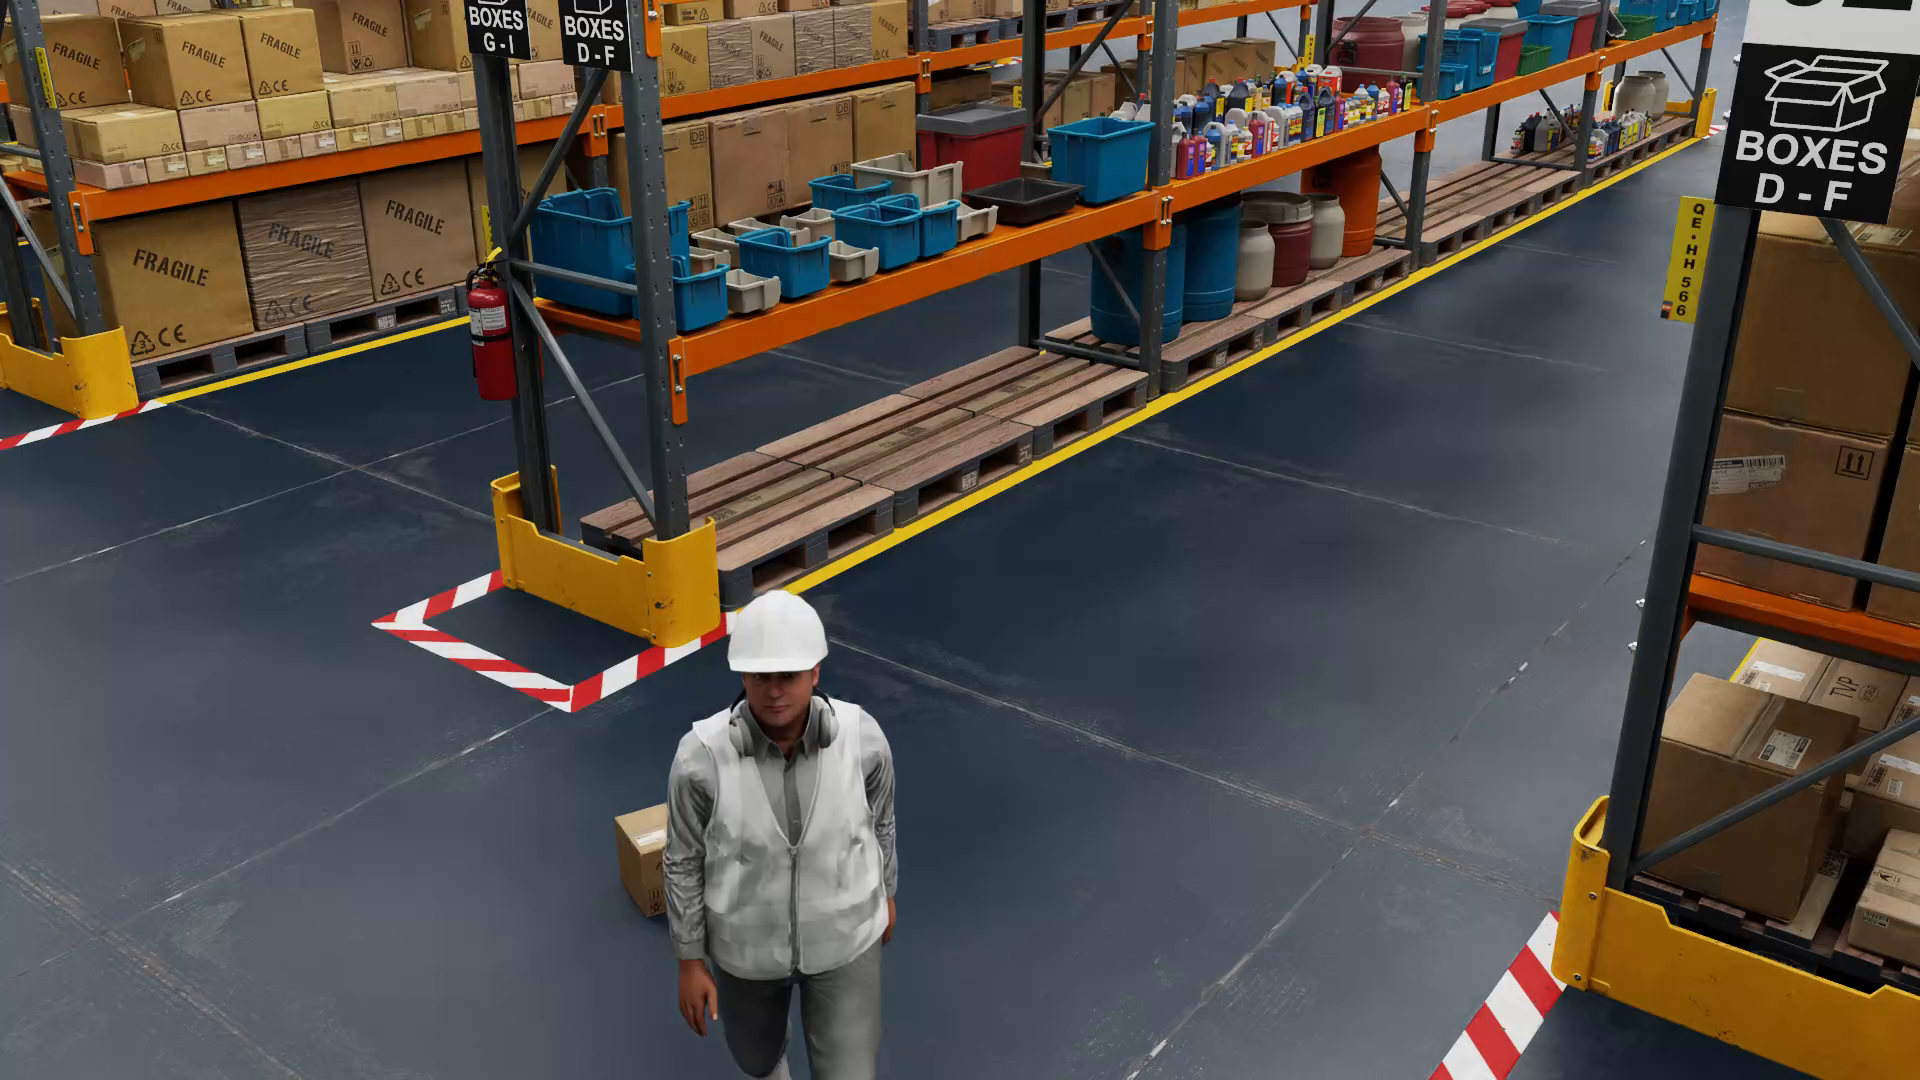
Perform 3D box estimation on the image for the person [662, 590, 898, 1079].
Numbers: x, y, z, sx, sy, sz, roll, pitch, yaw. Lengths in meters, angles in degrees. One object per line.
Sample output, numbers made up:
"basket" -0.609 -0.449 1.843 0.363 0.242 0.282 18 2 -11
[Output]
"person" -0.414 0.913 3.964 0.552 1.727 1.026 -3 24 -7
